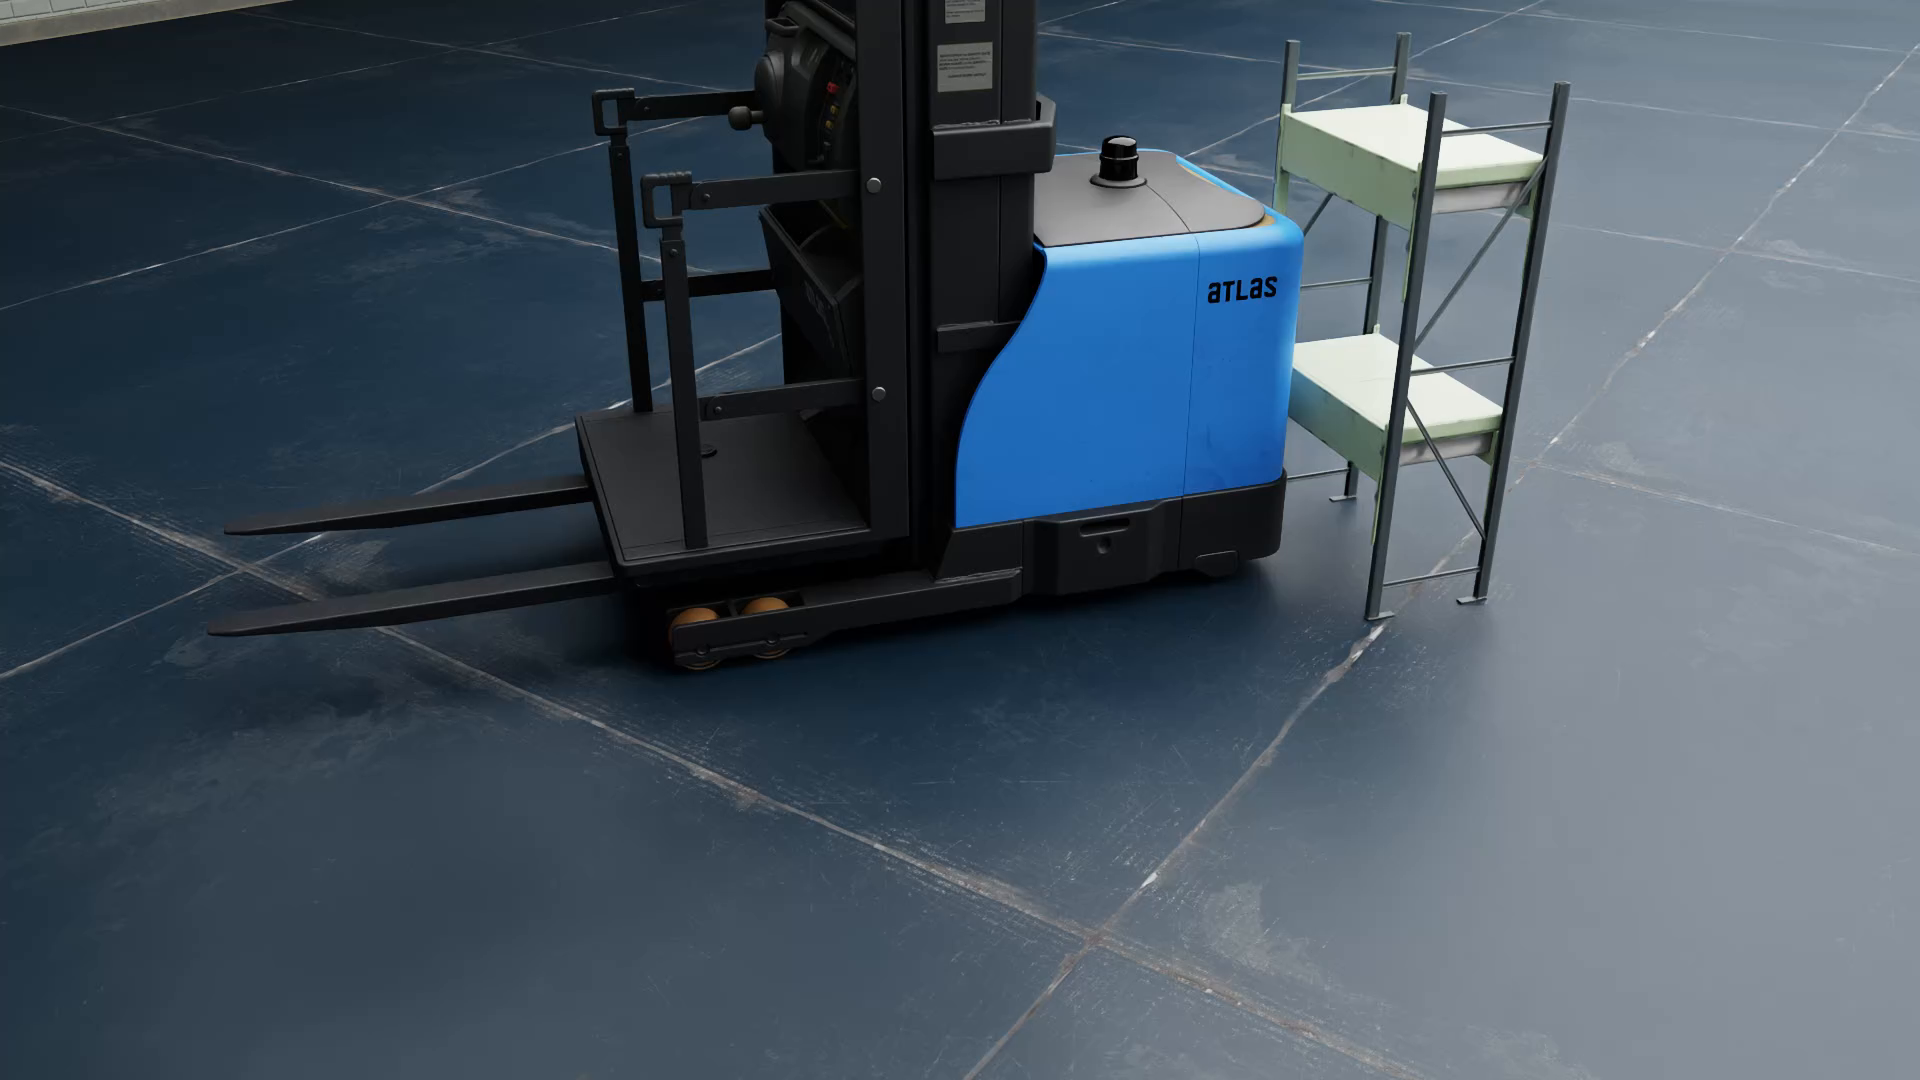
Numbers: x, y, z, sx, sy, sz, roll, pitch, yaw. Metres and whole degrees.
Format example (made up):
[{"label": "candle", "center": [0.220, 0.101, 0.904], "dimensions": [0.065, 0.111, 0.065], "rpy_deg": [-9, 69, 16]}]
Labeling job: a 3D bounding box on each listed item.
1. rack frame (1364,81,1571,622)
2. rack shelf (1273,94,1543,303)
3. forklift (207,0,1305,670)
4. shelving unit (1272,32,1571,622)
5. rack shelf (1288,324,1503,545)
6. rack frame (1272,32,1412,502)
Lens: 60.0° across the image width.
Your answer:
[{"label": "rack frame", "center": [1.360, -0.467, 4.514], "dimensions": [0.400, 1.500, 0.023], "rpy_deg": [-9, 28, -17]}, {"label": "rack shelf", "center": [1.241, -0.972, 4.646], "dimensions": [0.431, 0.370, 0.720], "rpy_deg": [-9, 28, -17]}, {"label": "forklift", "center": [-0.600, -1.219, 4.414], "dimensions": [3.031, 2.935, 1.130], "rpy_deg": [-8, 28, -16]}, {"label": "shelving unit", "center": [1.241, -0.624, 4.823], "dimensions": [0.431, 1.500, 0.755], "rpy_deg": [-9, 28, -17]}, {"label": "rack shelf", "center": [1.241, -0.334, 4.971], "dimensions": [0.431, 0.370, 0.720], "rpy_deg": [-9, 28, -17]}, {"label": "rack frame", "center": [1.122, -0.781, 5.131], "dimensions": [0.400, 1.500, 0.023], "rpy_deg": [-9, 28, -17]}]
